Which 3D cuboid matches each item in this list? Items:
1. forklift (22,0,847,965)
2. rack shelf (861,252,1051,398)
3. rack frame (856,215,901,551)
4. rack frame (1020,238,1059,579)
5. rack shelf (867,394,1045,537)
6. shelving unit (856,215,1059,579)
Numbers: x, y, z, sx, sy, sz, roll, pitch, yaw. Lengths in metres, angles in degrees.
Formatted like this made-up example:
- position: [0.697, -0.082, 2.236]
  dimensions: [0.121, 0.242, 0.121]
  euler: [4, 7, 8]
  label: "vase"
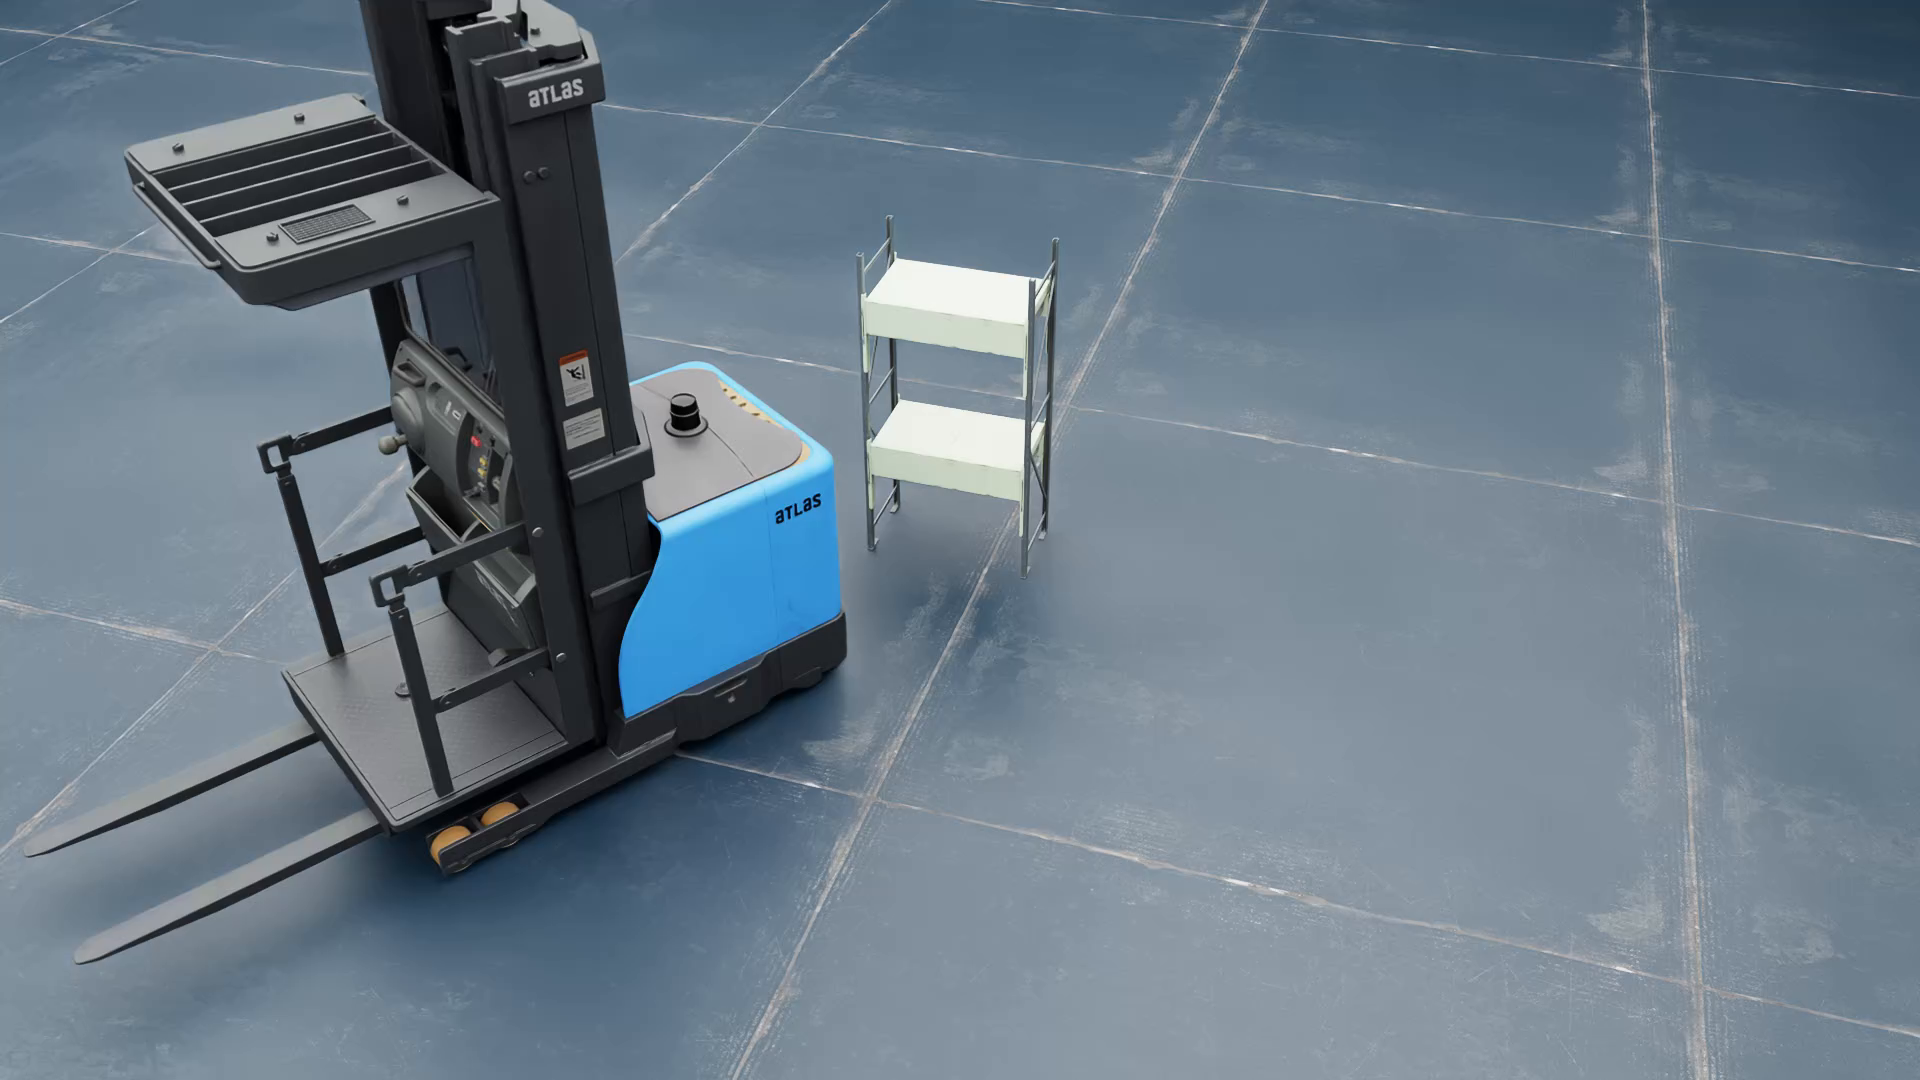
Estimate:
- position: [-1.939, -0.319, 5.711]
  dimensions: [3.031, 2.935, 1.130]
  euler: [-25, 43, -30]
  label: "forklift"
- position: [-0.006, -0.919, 7.076]
  dimensions: [0.720, 0.370, 0.431]
  euler: [10, 38, 14]
  label: "rack shelf"
- position: [-0.356, -0.670, 7.395]
  dimensions: [0.023, 1.500, 0.400]
  euler: [10, 38, 14]
  label: "rack frame"
- position: [0.343, -0.541, 7.219]
  dimensions: [0.023, 1.500, 0.400]
  euler: [10, 38, 14]
  label: "rack frame"
- position: [-0.006, -0.343, 7.500]
  dimensions: [0.720, 0.370, 0.431]
  euler: [10, 38, 14]
  label: "rack shelf"
- position: [-0.006, -0.605, 7.307]
  dimensions: [0.755, 1.500, 0.431]
  euler: [10, 38, 14]
  label: "shelving unit"
